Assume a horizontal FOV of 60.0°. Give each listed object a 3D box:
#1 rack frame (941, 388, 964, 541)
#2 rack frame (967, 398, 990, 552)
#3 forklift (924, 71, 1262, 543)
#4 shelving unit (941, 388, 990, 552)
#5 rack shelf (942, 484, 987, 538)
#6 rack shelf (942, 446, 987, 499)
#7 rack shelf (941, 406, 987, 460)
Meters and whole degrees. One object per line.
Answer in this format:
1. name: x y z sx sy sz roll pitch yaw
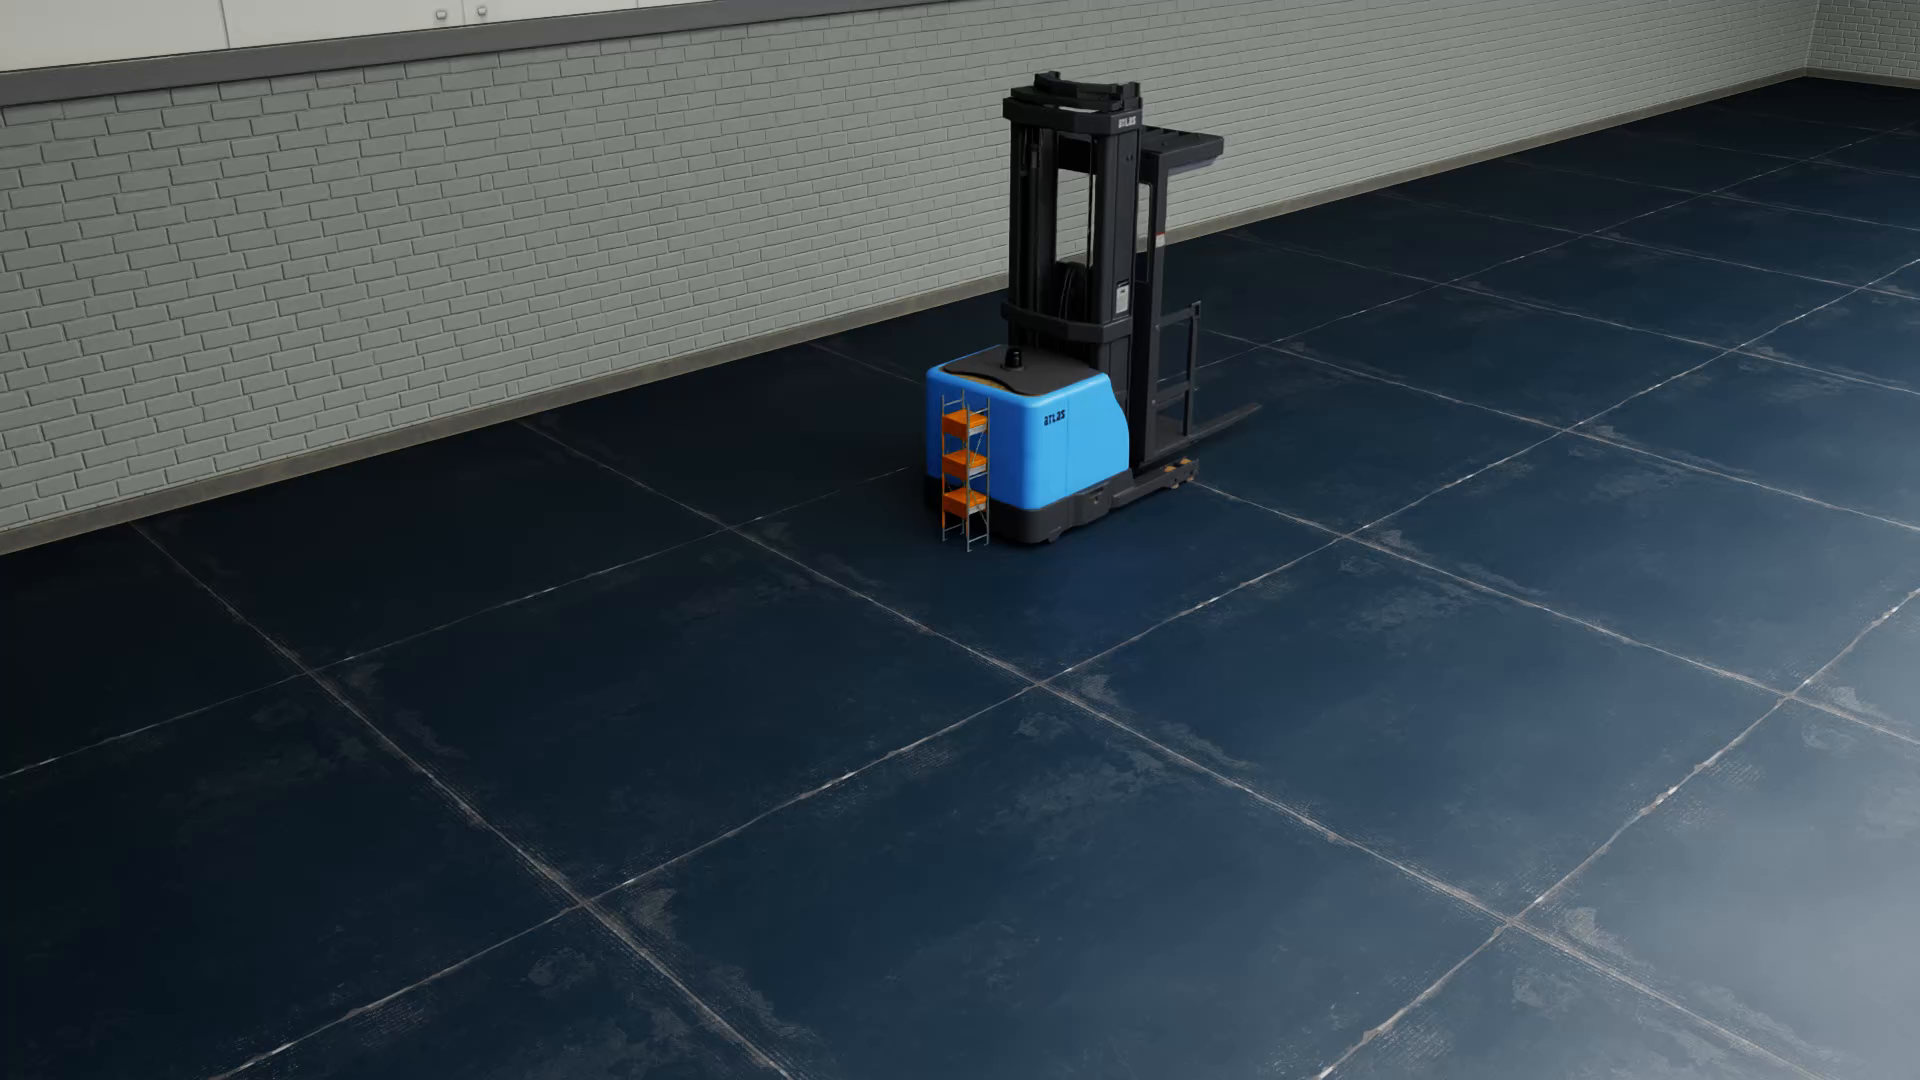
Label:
1. rack frame: -0.047 -0.498 11.182 0.200 1.050 0.008 -21 32 -38
2. rack frame: 0.120 -0.424 11.020 0.200 1.050 0.008 -21 32 -38
3. forklift: 1.120 -1.835 11.845 1.130 2.935 3.031 21 32 38
4. shelving unit: 0.037 -0.461 11.101 0.215 1.050 0.252 -21 32 -38
5. rack shelf: 0.037 -0.199 11.221 0.215 0.259 0.240 -21 32 -38
6. rack shelf: 0.037 -0.452 11.106 0.215 0.259 0.240 -21 32 -38
7. rack shelf: 0.037 -0.710 10.988 0.215 0.259 0.240 -21 32 -38
